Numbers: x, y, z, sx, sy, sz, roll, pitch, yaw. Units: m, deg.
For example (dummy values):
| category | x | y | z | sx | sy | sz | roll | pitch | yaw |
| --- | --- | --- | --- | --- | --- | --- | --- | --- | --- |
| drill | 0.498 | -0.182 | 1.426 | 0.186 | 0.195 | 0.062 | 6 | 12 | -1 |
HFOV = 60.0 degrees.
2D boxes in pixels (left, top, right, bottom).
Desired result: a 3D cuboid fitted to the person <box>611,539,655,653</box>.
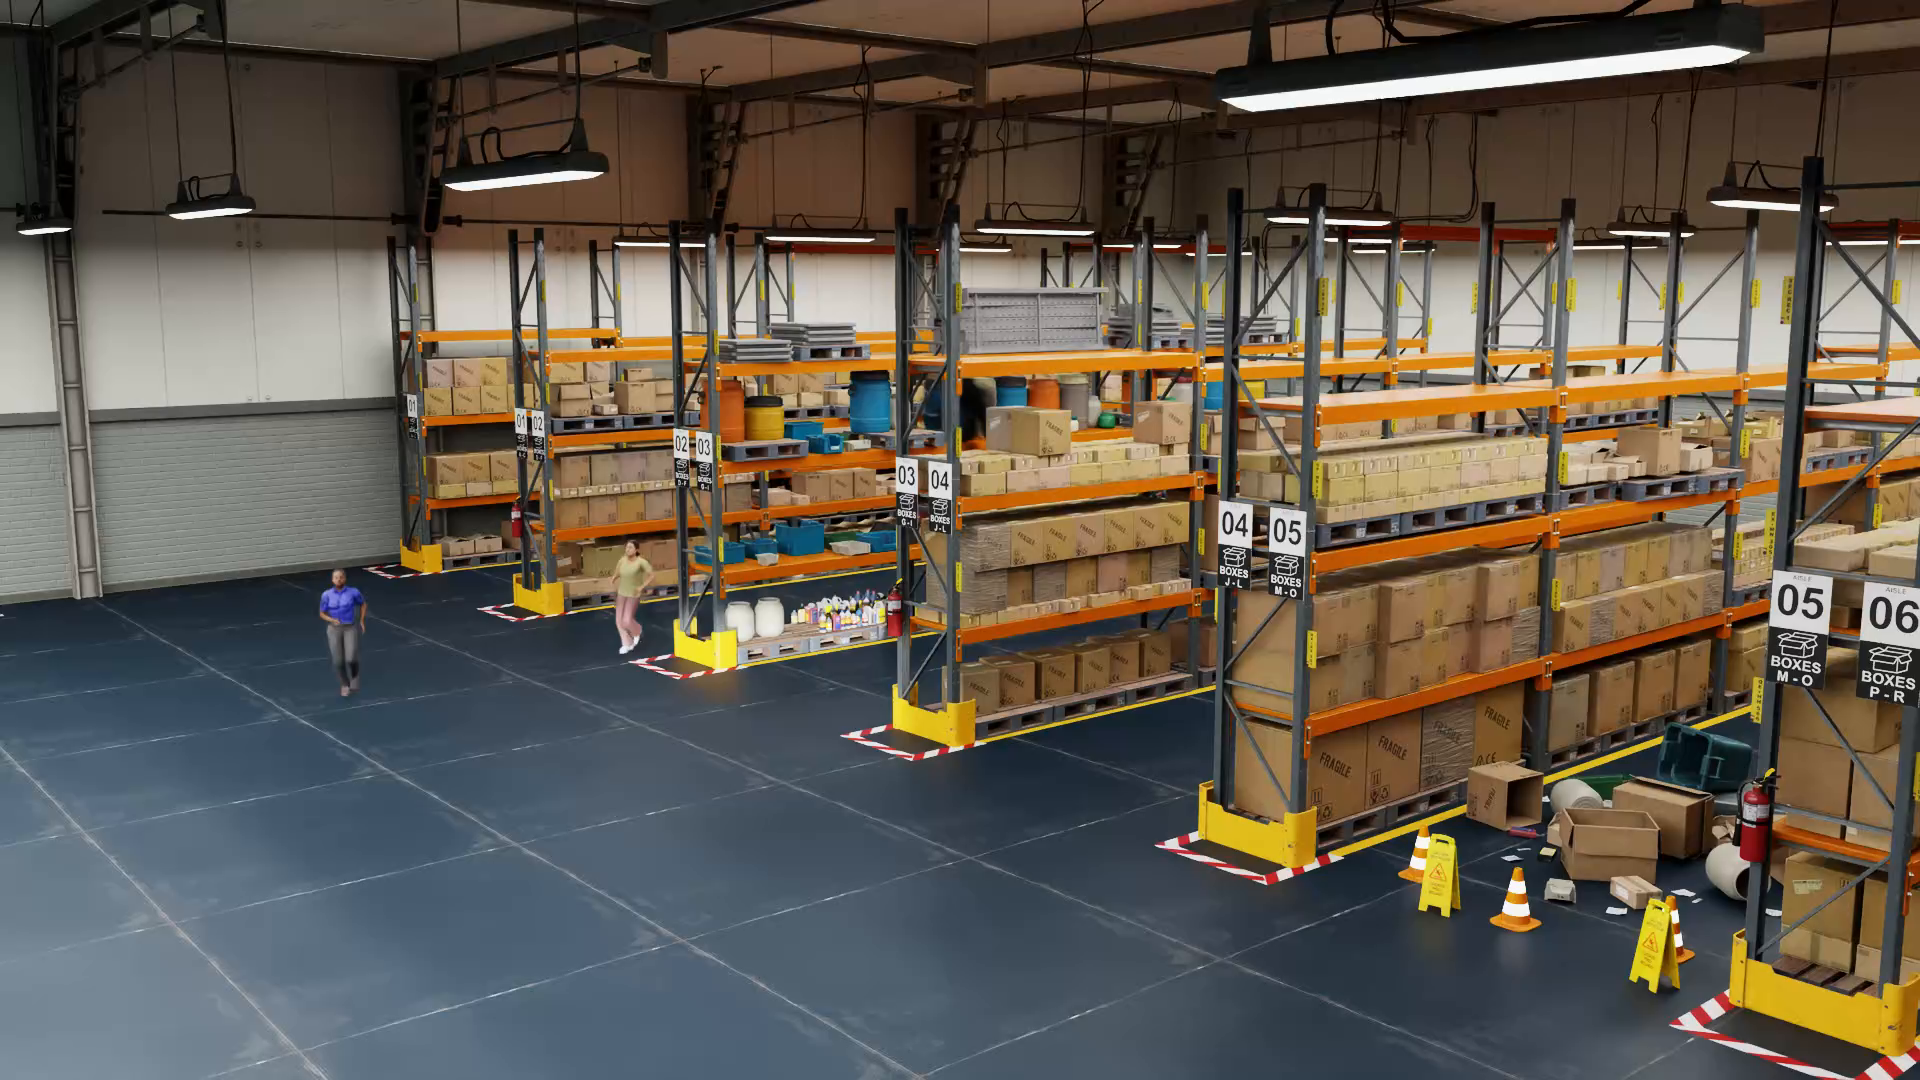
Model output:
| category | x | y | z | sx | sy | sz | roll | pitch | yaw |
| --- | --- | --- | --- | --- | --- | --- | --- | --- | --- |
| person | -4.622 | 0.790 | 23.398 | 0.600 | 1.622 | 0.574 | 4 | 10 | 22 |

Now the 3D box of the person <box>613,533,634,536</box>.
| category | x | y | z | sx | sy | sz | roll | pitch | yaw |
| --- | --- | --- | --- | --- | --- | --- | --- | --- | --- |
| person | -5.919 | -0.152 | 29.250 | 0.577 | 1.692 | 0.634 | -6 | 11 | -35 |

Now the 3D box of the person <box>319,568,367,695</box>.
| category | x | y | z | sx | sy | sz | roll | pitch | yaw |
| --- | --- | --- | --- | --- | --- | --- | --- | --- | --- |
| person | -7.750 | 1.168 | 20.873 | 0.530 | 1.619 | 0.587 | -3 | 9 | -17 |
